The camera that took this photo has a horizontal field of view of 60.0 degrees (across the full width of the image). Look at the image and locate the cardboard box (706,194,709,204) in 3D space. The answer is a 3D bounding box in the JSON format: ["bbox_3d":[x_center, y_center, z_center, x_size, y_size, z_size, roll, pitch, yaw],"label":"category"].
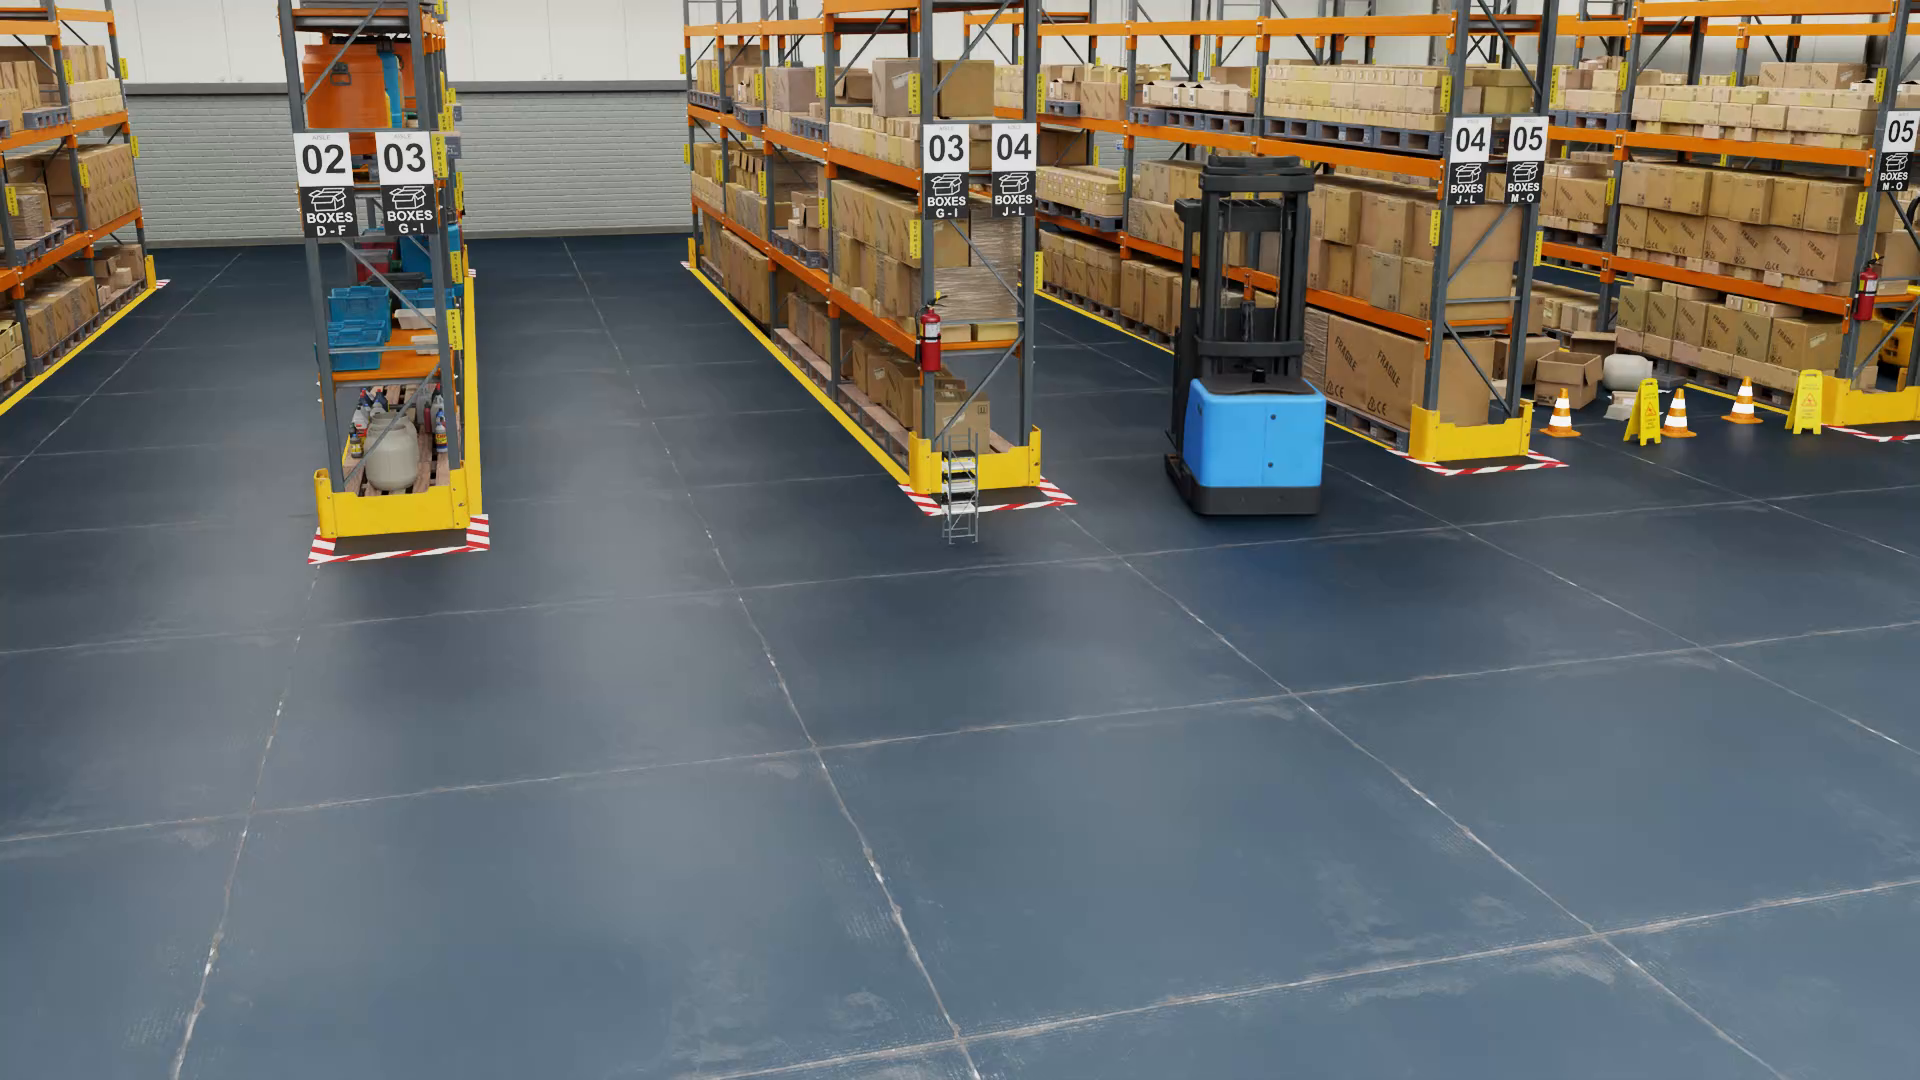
[{"bbox_3d":[-3.962,-5.597,27.306,0.380,0.149,0.250,-4,17,-14],"label":"cardboard box"}]

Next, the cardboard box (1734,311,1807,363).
[{"bbox_3d":[9.068,-2.285,18.592,0.500,0.500,0.500,-4,17,-13],"label":"cardboard box"}]

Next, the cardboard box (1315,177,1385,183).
[{"bbox_3d":[4.186,-3.725,18.502,0.875,0.550,0.550,-5,17,-15],"label":"cardboard box"}]

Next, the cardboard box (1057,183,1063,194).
[{"bbox_3d":[1.687,-5.312,25.112,0.380,0.149,0.250,-5,17,-16],"label":"cardboard box"}]

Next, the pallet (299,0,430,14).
[{"bbox_3d":[-5.112,-4.655,14.332,1.003,0.211,1.213,-5,17,-15],"label":"pallet"}]

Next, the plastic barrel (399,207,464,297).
[{"bbox_3d":[-5.519,-2.999,17.351,0.600,0.901,0.708,-5,17,-15],"label":"plastic barrel"}]

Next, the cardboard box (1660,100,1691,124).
[{"bbox_3d":[8.595,-5.025,19.497,0.500,0.250,0.500,-5,17,-16],"label":"cardboard box"}]

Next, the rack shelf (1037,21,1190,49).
[{"bbox_3d":[2.206,-7.381,24.326,1.077,0.370,4.000,-5,17,-15],"label":"rack shelf"}]

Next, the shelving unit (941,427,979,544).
[{"bbox_3d":[-0.002,-0.433,13.330,0.258,0.900,0.210,-5,17,-15],"label":"shelving unit"}]

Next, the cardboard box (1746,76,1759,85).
[{"bbox_3d":[12.423,-7.125,25.794,0.380,0.149,0.250,-5,18,-17],"label":"cardboard box"}]

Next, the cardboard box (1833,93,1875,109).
[{"bbox_3d":[9.275,-4.540,17.187,0.380,0.149,0.250,-4,17,-14],"label":"cardboard box"}]

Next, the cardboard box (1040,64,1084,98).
[{"bbox_3d":[1.654,-7.169,25.986,0.700,0.500,0.500,-5,17,-15],"label":"cardboard box"}]

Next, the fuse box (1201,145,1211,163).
[{"bbox_3d":[5.776,-8.189,37.740,0.539,1.711,0.414,-5,17,-15],"label":"fuse box"}]

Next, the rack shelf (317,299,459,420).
[{"bbox_3d":[-5.155,-1.730,15.249,1.077,0.370,4.000,-5,17,-15],"label":"rack shelf"}]

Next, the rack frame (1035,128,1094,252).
[{"bbox_3d":[1.656,-5.597,26.870,1.000,3.000,0.127,-5,17,-15],"label":"rack frame"}]

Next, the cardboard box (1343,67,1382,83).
[{"bbox_3d":[4.116,-4.713,16.860,0.380,0.149,0.250,-5,17,-15],"label":"cardboard box"}]

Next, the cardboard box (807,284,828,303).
[{"bbox_3d":[-1.673,-3.170,21.068,0.500,0.250,0.500,-3,17,-9],"label":"cardboard box"}]

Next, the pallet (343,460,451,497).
[{"bbox_3d":[-4.889,-0.429,14.512,1.003,0.211,1.213,-5,17,-15],"label":"pallet"}]

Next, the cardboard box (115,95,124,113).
[{"bbox_3d":[-13.371,-6.800,25.924,0.500,0.250,0.500,-5,17,-15],"label":"cardboard box"}]

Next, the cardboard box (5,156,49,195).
[{"bbox_3d":[-13.054,-5.097,23.293,0.500,0.500,0.500,-5,17,-15],"label":"cardboard box"}]

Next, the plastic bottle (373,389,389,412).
[{"bbox_3d":[-5.743,-1.326,16.491,0.144,0.351,0.185,-5,17,-15],"label":"plastic bottle"}]

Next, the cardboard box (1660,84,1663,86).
[{"bbox_3d":[11.306,-7.438,27.317,0.380,0.149,0.250,-4,17,-14],"label":"cardboard box"}]

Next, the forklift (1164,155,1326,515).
[{"bbox_3d":[2.492,-1.981,14.953,1.130,2.935,3.031,0,17,-1],"label":"forklift"}]

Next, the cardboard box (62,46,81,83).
[{"bbox_3d":[-12.838,-6.695,23.400,0.700,0.500,0.500,-5,17,-15],"label":"cardboard box"}]

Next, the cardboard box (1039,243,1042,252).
[{"bbox_3d":[1.308,-4.795,27.393,0.380,0.149,0.250,-4,17,-14],"label":"cardboard box"}]

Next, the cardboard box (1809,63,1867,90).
[{"bbox_3d":[12.503,-6.535,23.703,0.500,0.500,0.500,-4,17,-14],"label":"cardboard box"}]

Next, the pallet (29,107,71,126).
[{"bbox_3d":[-12.555,-5.611,22.030,1.213,0.211,1.003,-5,17,-15],"label":"pallet"}]

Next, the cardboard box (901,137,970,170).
[{"bbox_3d":[-0.220,-3.391,14.575,0.500,0.250,0.500,-4,17,-14],"label":"cardboard box"}]

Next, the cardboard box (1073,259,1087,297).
[{"bbox_3d":[2.023,-3.945,24.985,0.500,0.500,0.500,-6,18,-18],"label":"cardboard box"}]

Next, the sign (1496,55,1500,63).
[{"bbox_3d":[10.599,-9.415,32.828,0.100,0.325,0.005,-5,17,-15],"label":"sign"}]

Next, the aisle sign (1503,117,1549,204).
[{"bbox_3d":[5.262,-3.527,15.460,0.394,0.787,0.004,-5,17,-15],"label":"aisle sign"}]

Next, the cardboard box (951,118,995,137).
[{"bbox_3d":[0.138,-3.703,14.919,0.380,0.149,0.250,-5,17,-16],"label":"cardboard box"}]

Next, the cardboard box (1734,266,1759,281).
[{"bbox_3d":[8.958,-3.011,18.699,0.380,0.149,0.250,-5,17,-16],"label":"cardboard box"}]

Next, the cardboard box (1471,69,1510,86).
[{"bbox_3d":[5.100,-4.412,15.857,0.380,0.149,0.250,-5,17,-15],"label":"cardboard box"}]

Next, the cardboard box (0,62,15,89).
[{"bbox_3d":[-12.230,-5.670,20.822,0.600,0.600,0.600,-5,18,-17],"label":"cardboard box"}]

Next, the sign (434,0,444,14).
[{"bbox_3d":[-6.277,-6.499,20.005,0.100,0.325,0.005,-5,17,-15],"label":"sign"}]

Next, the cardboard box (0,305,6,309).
[{"bbox_3d":[-12.050,-2.598,20.466,0.500,0.500,0.500,-4,17,-13],"label":"cardboard box"}]

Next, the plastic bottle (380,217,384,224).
[{"bbox_3d":[-7.643,-4.153,22.148,0.144,0.351,0.185,-5,17,-15],"label":"plastic bottle"}]

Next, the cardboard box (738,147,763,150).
[{"bbox_3d":[-3.302,-6.095,26.970,0.500,0.500,0.500,-5,18,-17],"label":"cardboard box"}]

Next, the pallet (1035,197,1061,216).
[{"bbox_3d":[1.726,-5.282,26.156,1.003,0.211,1.213,-5,17,-15],"label":"pallet"}]

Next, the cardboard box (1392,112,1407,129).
[{"bbox_3d":[4.397,-4.049,16.035,0.380,0.149,0.250,-4,17,-14],"label":"cardboard box"}]

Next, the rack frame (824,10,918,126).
[{"bbox_3d":[-0.942,-5.893,17.428,1.000,3.000,0.127,-5,17,-15],"label":"rack frame"}]

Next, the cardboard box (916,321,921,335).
[{"bbox_3d":[-0.188,-1.925,15.082,0.380,0.149,0.250,-5,17,-15],"label":"cardboard box"}]

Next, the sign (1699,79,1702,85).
[{"bbox_3d":[9.106,-5.532,20.543,0.100,0.325,0.005,-5,17,-15],"label":"sign"}]

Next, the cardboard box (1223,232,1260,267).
[{"bbox_3d":[3.454,-3.555,19.899,0.500,0.500,0.500,-5,17,-16],"label":"cardboard box"}]

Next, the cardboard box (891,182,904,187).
[{"bbox_3d":[-0.415,-3.448,17.288,0.500,0.500,0.500,-5,17,-15],"label":"cardboard box"}]

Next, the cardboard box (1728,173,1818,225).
[{"bbox_3d":[8.964,-3.764,18.338,0.700,0.500,0.500,-5,17,-16],"label":"cardboard box"}]

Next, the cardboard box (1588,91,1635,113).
[{"bbox_3d":[8.286,-5.519,20.929,0.500,0.250,0.500,-5,17,-16],"label":"cardboard box"}]

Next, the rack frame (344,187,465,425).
[{"bbox_3d":[-5.704,-2.628,16.987,1.000,3.000,0.127,-5,17,-15],"label":"rack frame"}]

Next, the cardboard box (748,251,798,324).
[{"bbox_3d":[-2.211,-3.502,22.861,1.225,0.875,0.875,-6,18,-18],"label":"cardboard box"}]

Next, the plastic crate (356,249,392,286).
[{"bbox_3d":[-6.132,-2.769,17.343,0.402,0.464,0.583,-5,17,-15],"label":"plastic crate"}]

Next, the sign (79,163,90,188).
[{"bbox_3d":[-12.134,-5.050,23.037,0.100,0.325,0.005,-5,17,-15],"label":"sign"}]

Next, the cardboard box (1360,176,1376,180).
[{"bbox_3d":[6.662,-5.616,26.327,0.500,0.250,0.500,-5,17,-17],"label":"cardboard box"}]

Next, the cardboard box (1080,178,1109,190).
[{"bbox_3d":[1.964,-5.171,24.125,0.380,0.149,0.250,-4,17,-14],"label":"cardboard box"}]

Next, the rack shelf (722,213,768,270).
[{"bbox_3d":[-2.591,-4.335,23.920,1.077,0.370,4.000,-5,17,-15],"label":"rack shelf"}]
